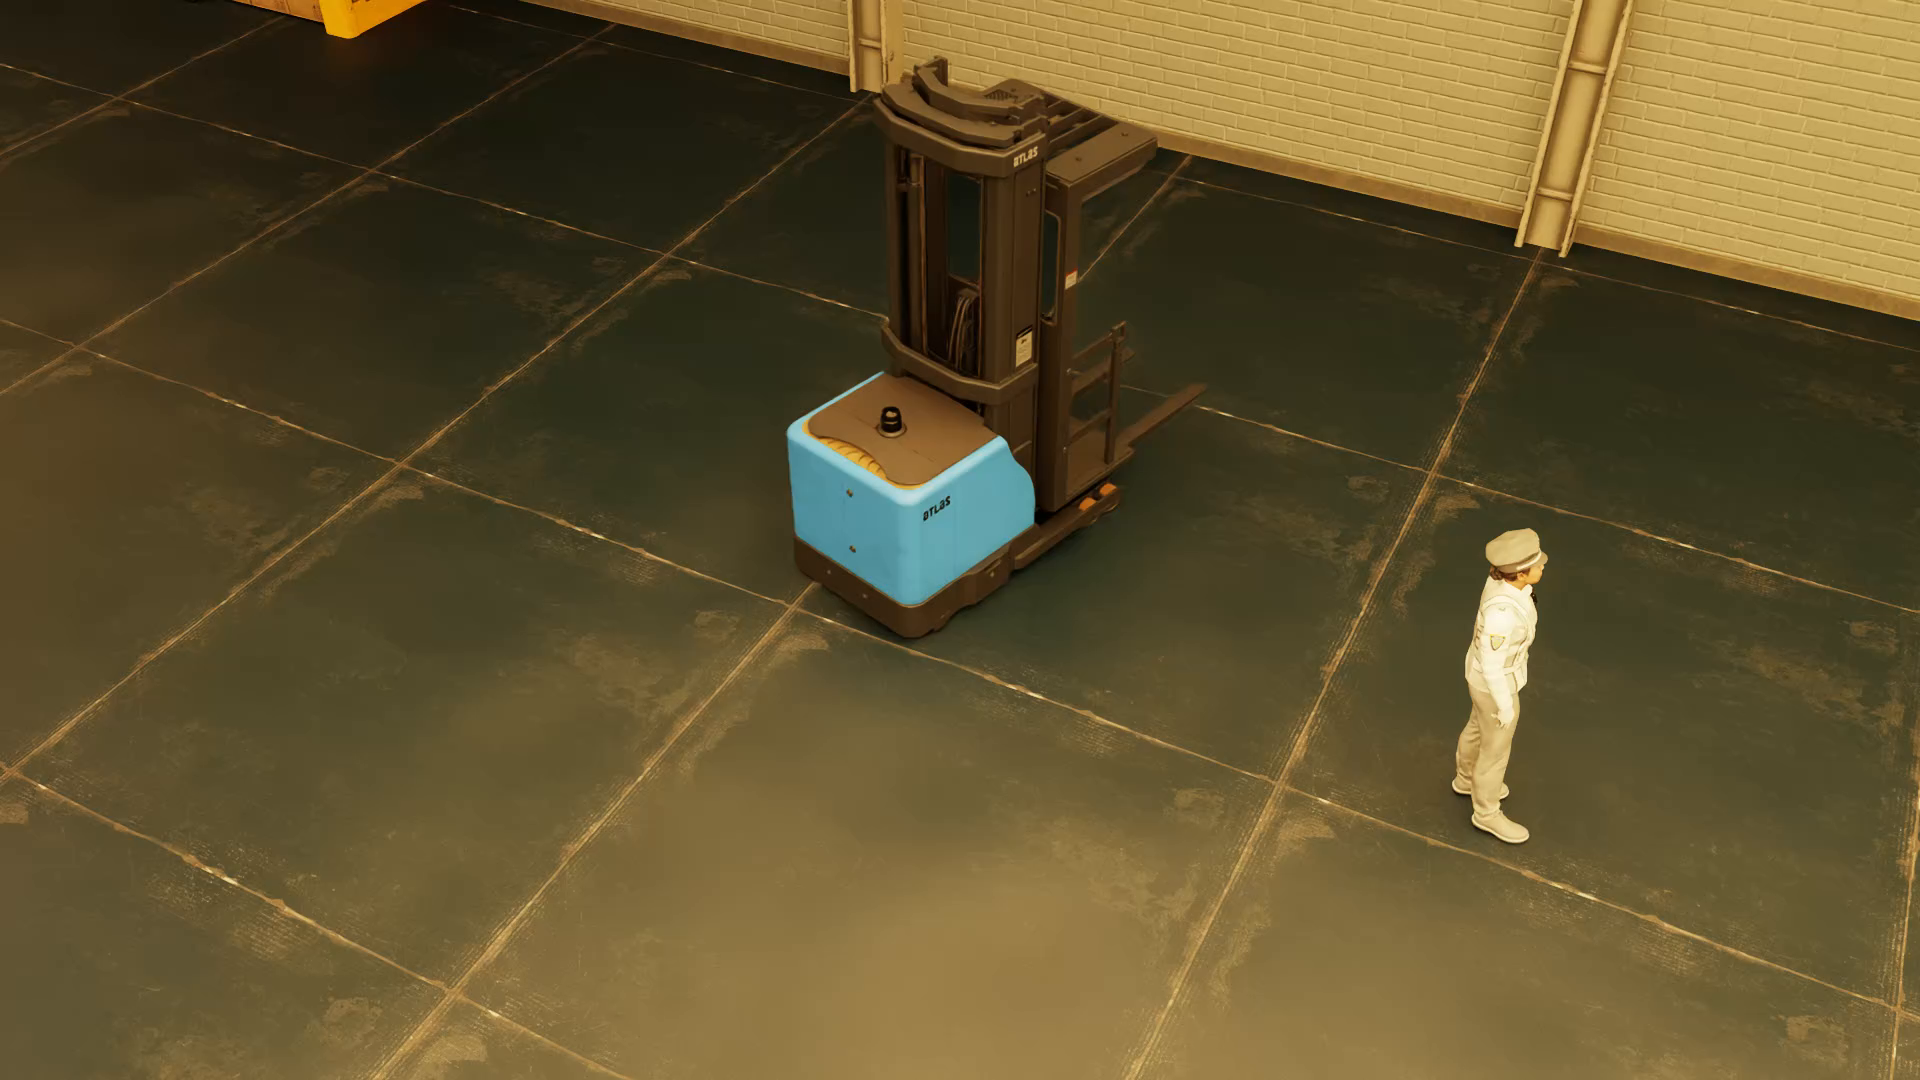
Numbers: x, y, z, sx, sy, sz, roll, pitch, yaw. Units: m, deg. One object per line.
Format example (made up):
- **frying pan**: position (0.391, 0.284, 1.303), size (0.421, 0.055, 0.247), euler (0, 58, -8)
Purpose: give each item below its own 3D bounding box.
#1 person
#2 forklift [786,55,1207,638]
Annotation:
- **person**: position (2.695, 0.677, 8.131), size (0.531, 1.694, 0.587), euler (11, 41, 12)
- **forklift**: position (0.378, -1.421, 9.674), size (1.130, 2.935, 3.031), euler (31, 49, 31)
